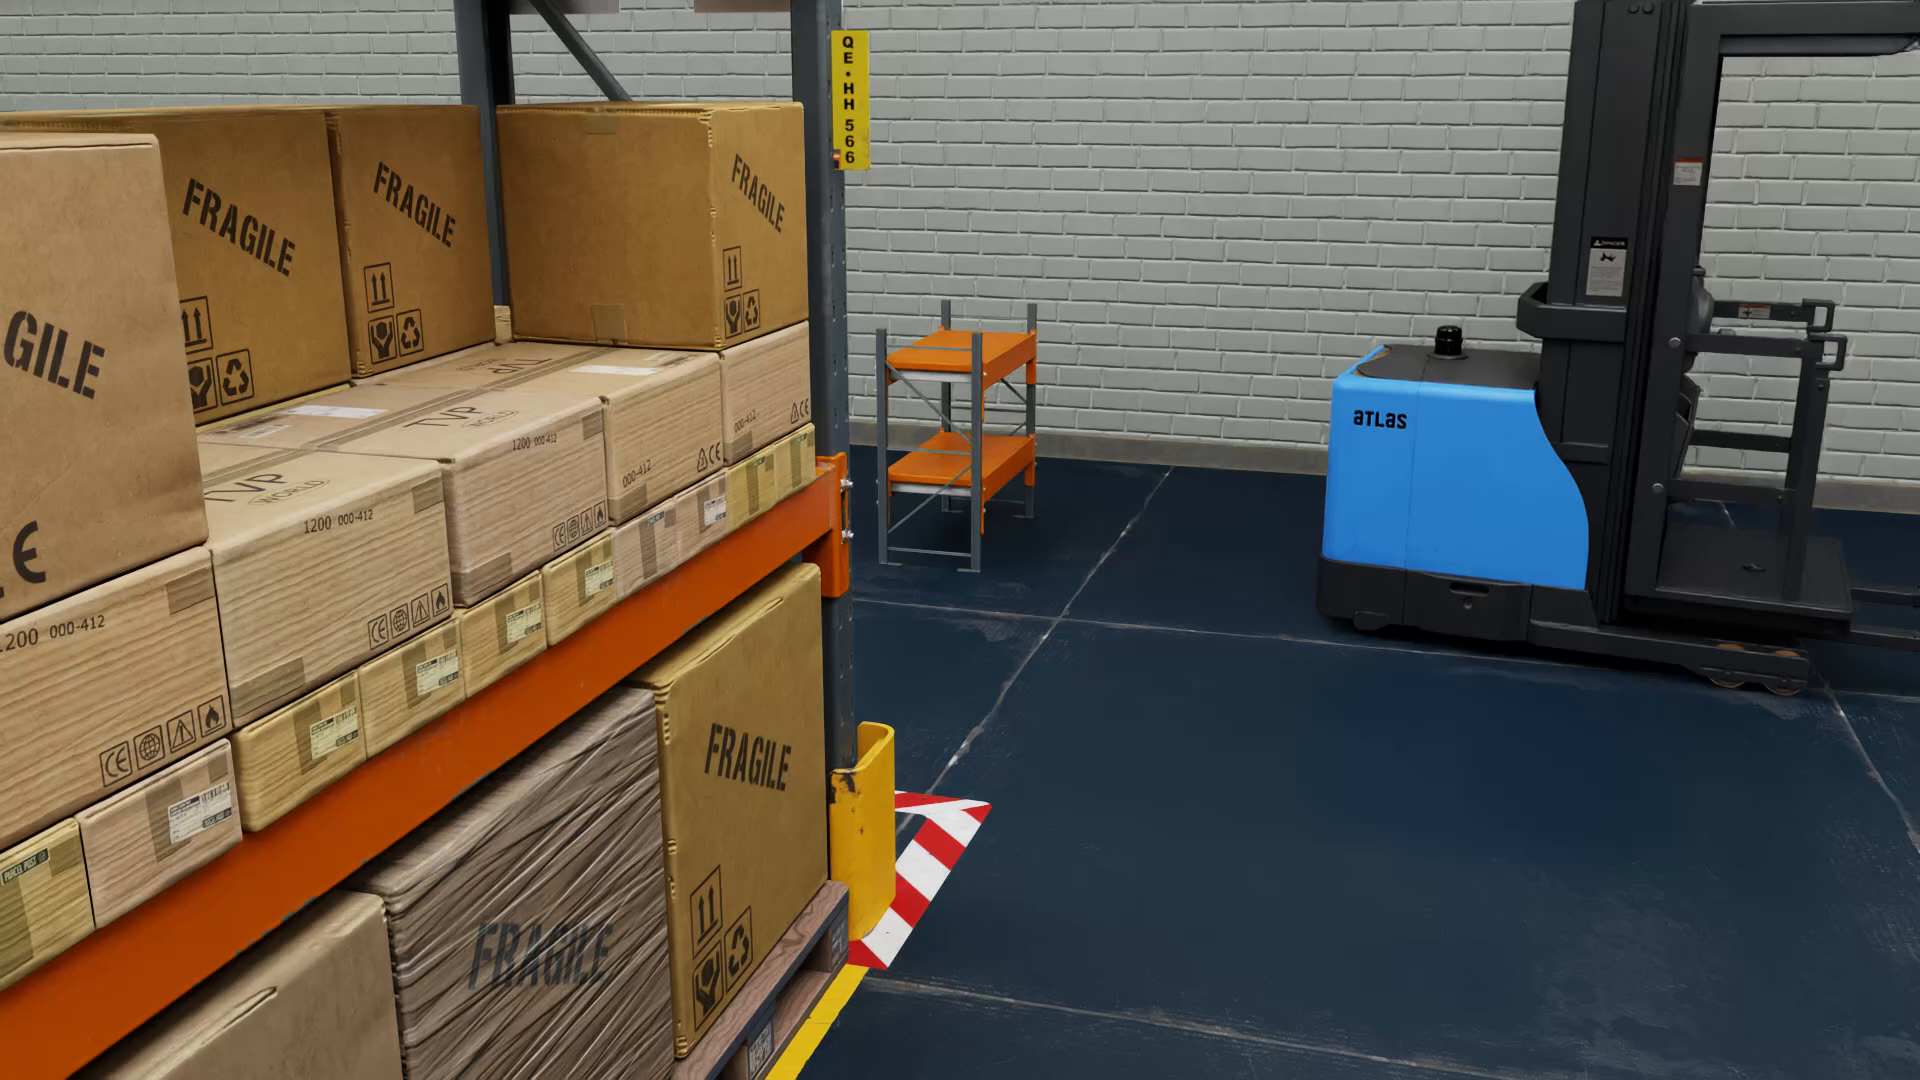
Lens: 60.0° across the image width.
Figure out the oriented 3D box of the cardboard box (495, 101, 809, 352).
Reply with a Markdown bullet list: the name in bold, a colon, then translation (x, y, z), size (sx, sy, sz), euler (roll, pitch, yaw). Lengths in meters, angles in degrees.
- **cardboard box**: translation (-0.670, -0.719, 3.724), size (0.500, 0.500, 0.500), euler (5, 17, 17)

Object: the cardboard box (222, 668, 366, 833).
- **cardboard box**: translation (-1.075, 0.272, 2.332), size (0.380, 0.149, 0.250), euler (4, 16, 14)

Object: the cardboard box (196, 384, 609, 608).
- **cardboard box**: translation (-0.955, -0.093, 2.890), size (0.500, 0.250, 0.500), euler (4, 16, 14)

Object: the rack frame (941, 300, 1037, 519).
- **rack frame**: translation (0.146, -0.676, 8.651), size (0.500, 1.125, 0.032), euler (5, 16, 16)

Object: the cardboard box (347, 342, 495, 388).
- **cardboard box**: translation (-1.320, -0.265, 3.497), size (0.500, 0.250, 0.500), euler (4, 16, 15)

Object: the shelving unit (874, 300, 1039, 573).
- **shelving unit**: translation (0.002, -0.543, 8.182), size (0.538, 1.125, 1.048), euler (5, 16, 16)

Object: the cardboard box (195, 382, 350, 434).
- **cardboard box**: translation (-1.466, -0.134, 3.034), size (0.500, 0.250, 0.500), euler (4, 16, 14)

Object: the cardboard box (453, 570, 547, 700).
- **cardboard box**: translation (-0.931, 0.139, 2.801), size (0.380, 0.149, 0.250), euler (5, 16, 16)

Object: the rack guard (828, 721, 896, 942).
- **rack guard**: translation (-0.776, 0.761, 4.730), size (1.175, 0.500, 0.348), euler (5, 16, 16)

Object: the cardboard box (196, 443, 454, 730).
- **cardboard box**: translation (-1.100, 0.043, 2.409), size (0.500, 0.250, 0.500), euler (5, 16, 16)

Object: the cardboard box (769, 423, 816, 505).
- **cardboard box**: translation (-0.569, -0.196, 3.983), size (0.380, 0.149, 0.250), euler (5, 17, 17)

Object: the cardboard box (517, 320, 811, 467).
- **cardboard box**: translation (-0.666, -0.359, 3.828), size (0.500, 0.250, 0.500), euler (4, 16, 15)

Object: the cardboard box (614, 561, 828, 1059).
- **cardboard box**: translation (-0.888, 0.558, 3.988), size (0.875, 0.875, 0.875), euler (5, 16, 16)

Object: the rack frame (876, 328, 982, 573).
- **rack frame**: translation (-0.143, -0.410, 7.713), size (0.500, 1.125, 0.032), euler (5, 16, 16)

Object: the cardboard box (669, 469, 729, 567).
- **cardboard box**: translation (-0.714, -0.062, 3.510), size (0.380, 0.149, 0.250), euler (5, 16, 16)

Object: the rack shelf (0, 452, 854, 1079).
- **rack shelf**: translation (-1.351, 0.434, 2.621), size (1.077, 0.370, 4.000), euler (5, 16, 16)

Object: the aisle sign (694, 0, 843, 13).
- **aisle sign**: translation (-0.475, -1.682, 3.997), size (0.394, 0.787, 0.004), euler (5, 16, 16)

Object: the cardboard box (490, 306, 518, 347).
- **cardboard box**: translation (-1.178, -0.402, 3.978), size (0.500, 0.250, 0.500), euler (4, 16, 14)

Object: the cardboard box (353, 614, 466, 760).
- **cardboard box**: translation (-1.003, 0.204, 2.573), size (0.380, 0.149, 0.250), euler (5, 17, 17)

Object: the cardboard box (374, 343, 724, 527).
- **cardboard box**: translation (-0.811, -0.226, 3.360), size (0.500, 0.250, 0.500), euler (4, 16, 15)

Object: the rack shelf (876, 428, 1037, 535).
- **rack shelf**: translation (0.002, -0.308, 8.249), size (0.538, 0.278, 1.000), euler (5, 16, 16)

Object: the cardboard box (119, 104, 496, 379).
- **cardboard box**: translation (-1.320, -0.632, 3.415), size (0.500, 0.500, 0.500), euler (4, 16, 15)

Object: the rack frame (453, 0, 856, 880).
- **rack frame**: translation (-0.783, -0.435, 4.367), size (1.000, 3.000, 0.127), euler (5, 16, 16)

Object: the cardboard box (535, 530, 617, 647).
- **cardboard box**: translation (-0.857, 0.072, 3.041), size (0.380, 0.149, 0.250), euler (4, 16, 15)

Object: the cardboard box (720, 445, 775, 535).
- **cardboard box**: translation (-0.641, -0.128, 3.743), size (0.380, 0.149, 0.250), euler (5, 17, 16)

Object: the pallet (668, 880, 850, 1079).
- **pallet**: translation (-0.935, 1.121, 3.989), size (1.003, 0.211, 1.213), euler (5, 16, 16)

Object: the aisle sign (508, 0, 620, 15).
- **aisle sign**: translation (-1.050, -1.728, 4.161), size (0.394, 0.787, 0.004), euler (5, 16, 16)

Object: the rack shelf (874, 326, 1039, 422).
- **rack shelf**: translation (0.002, -0.825, 8.102), size (0.538, 0.278, 1.000), euler (5, 16, 16)

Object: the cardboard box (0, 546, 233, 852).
- **cardboard box**: translation (-1.247, 0.172, 1.956), size (0.500, 0.250, 0.500), euler (5, 17, 17)

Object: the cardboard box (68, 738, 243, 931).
- **cardboard box**: translation (-1.149, 0.341, 2.090), size (0.380, 0.149, 0.250), euler (5, 17, 17)

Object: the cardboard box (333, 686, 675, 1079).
- **cardboard box**: translation (-1.147, 0.797, 3.148), size (0.875, 0.875, 0.875), euler (5, 16, 16)

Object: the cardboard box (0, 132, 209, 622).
- **cardboard box**: translation (-1.248, -0.191, 1.860), size (0.500, 0.500, 0.500), euler (4, 16, 14)

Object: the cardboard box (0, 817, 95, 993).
- **cardboard box**: translation (-1.222, 0.407, 1.858), size (0.380, 0.149, 0.250), euler (4, 16, 15)

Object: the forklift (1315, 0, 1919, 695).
- **forklift**: translation (3.065, -0.990, 6.447), size (3.031, 2.935, 1.130), euler (7, 17, 24)

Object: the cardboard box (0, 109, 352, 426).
- **cardboard box**: translation (-1.462, -0.496, 2.935), size (0.500, 0.500, 0.500), euler (4, 16, 14)

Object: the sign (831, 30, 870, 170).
- **sign**: translation (-0.267, -1.061, 4.016), size (0.100, 0.325, 0.005), euler (5, 16, 16)

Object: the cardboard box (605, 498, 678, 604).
- **cardboard box**: translation (-0.785, 0.003, 3.280), size (0.380, 0.149, 0.250), euler (5, 17, 17)

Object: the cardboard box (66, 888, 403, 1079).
- **cardboard box**: translation (-1.400, 1.029, 2.327), size (0.875, 0.875, 0.875), euler (5, 16, 16)
